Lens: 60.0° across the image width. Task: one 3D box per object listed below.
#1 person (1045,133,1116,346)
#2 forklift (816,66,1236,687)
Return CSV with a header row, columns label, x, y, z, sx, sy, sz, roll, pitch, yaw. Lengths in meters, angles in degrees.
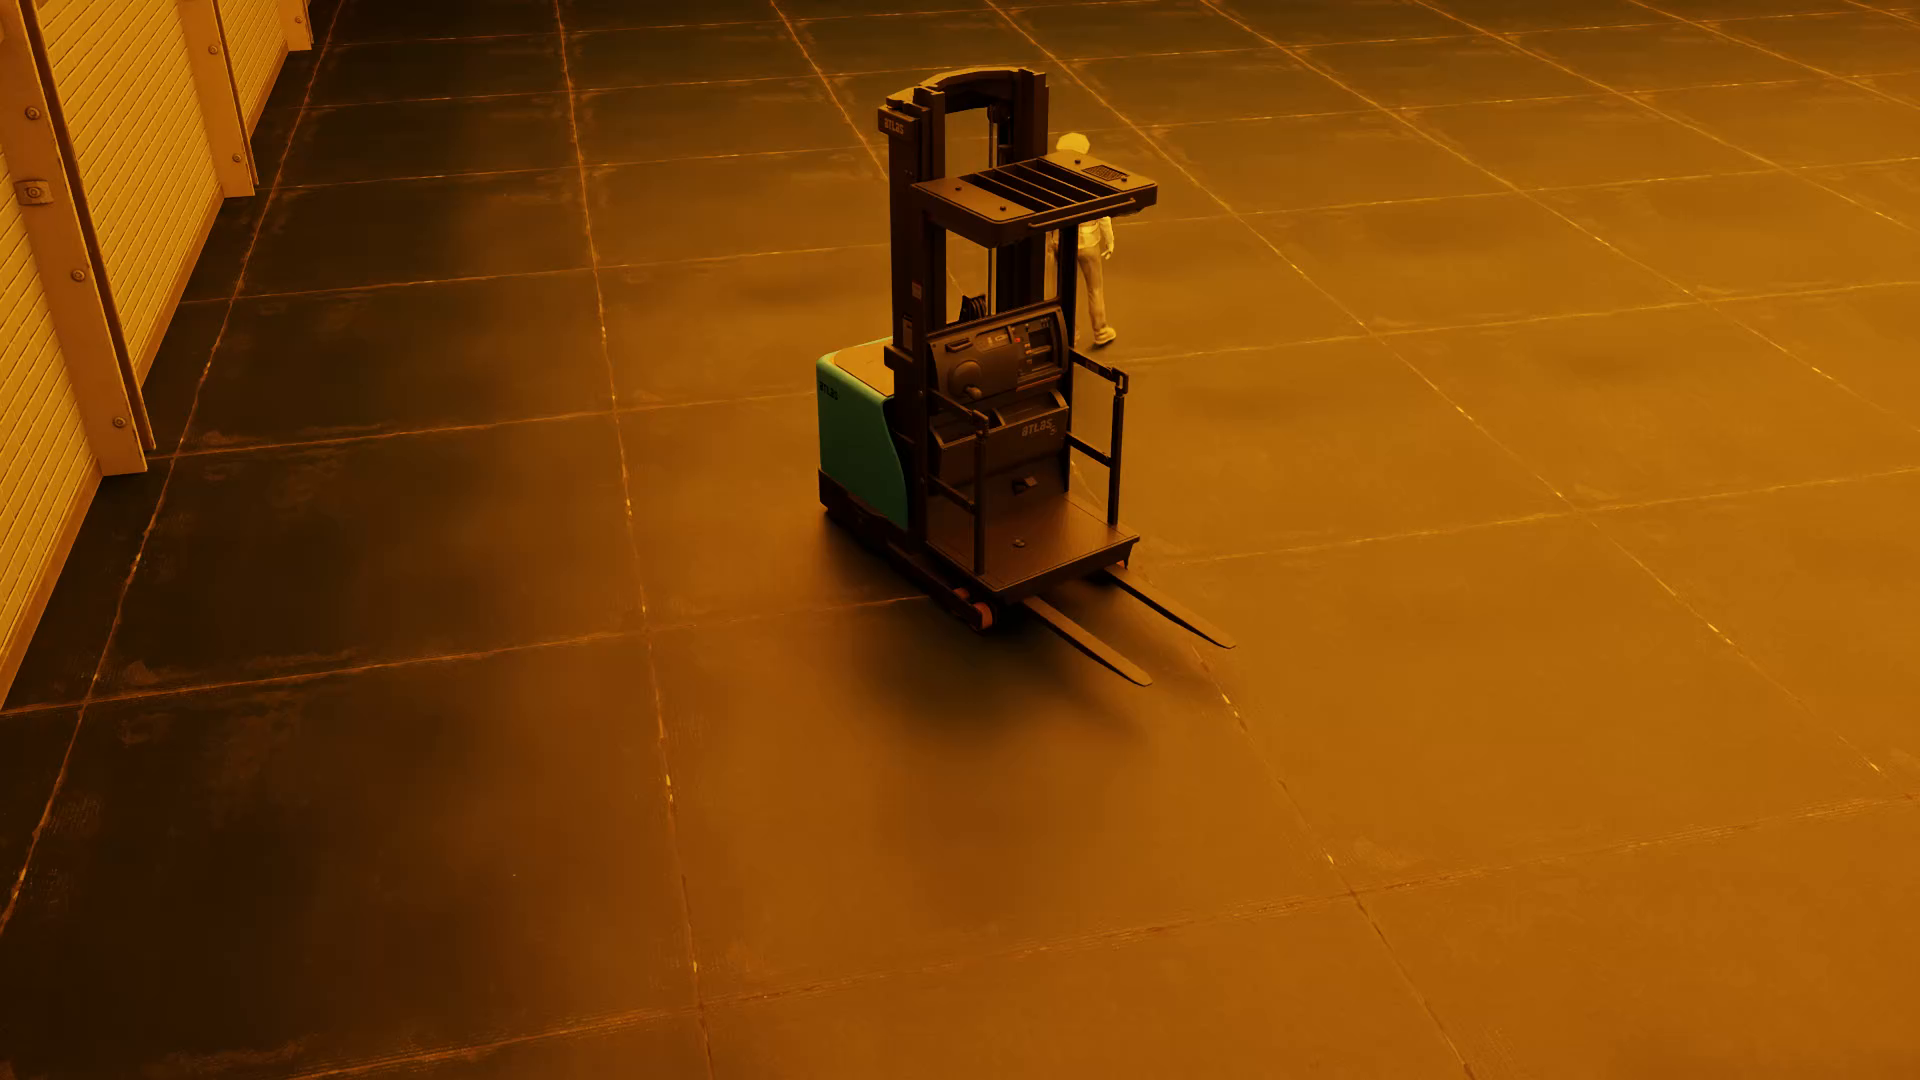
label,x,y,z,sx,sy,sz,roll,pitch,yaw
person,0.910,-2.303,12.775,0.581,1.697,0.529,9,31,15
forklift,0.355,-1.021,9.338,1.130,2.935,3.031,-20,35,-30
